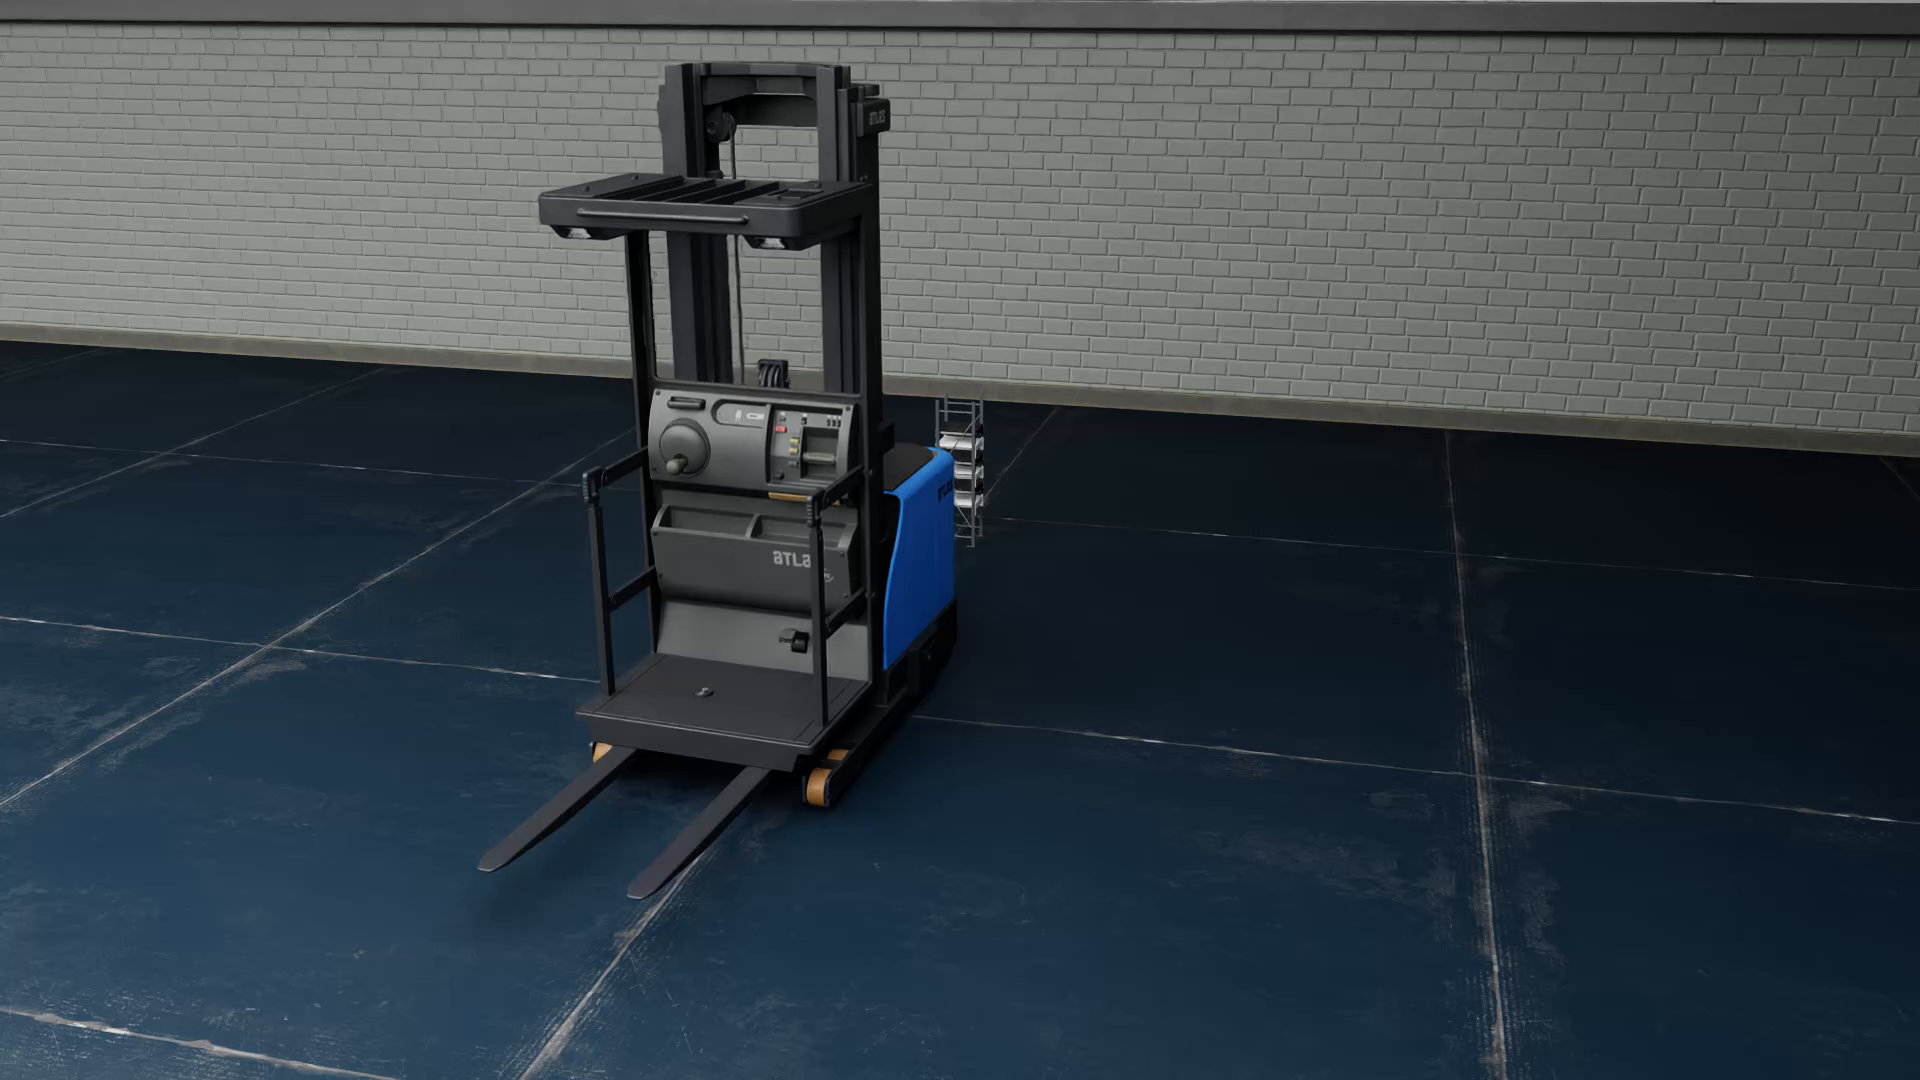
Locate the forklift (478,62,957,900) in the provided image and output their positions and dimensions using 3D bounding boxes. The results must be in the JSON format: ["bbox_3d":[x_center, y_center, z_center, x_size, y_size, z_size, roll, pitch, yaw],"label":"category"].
[{"bbox_3d":[-0.958,-0.418,6.877,1.130,2.935,3.031,6,20,17],"label":"forklift"}]

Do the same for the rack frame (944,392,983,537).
[{"bbox_3d":[0.023,-0.455,10.128,0.240,0.900,0.006,5,19,13],"label":"rack frame"}]

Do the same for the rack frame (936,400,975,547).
[{"bbox_3d":[-0.027,-0.391,9.941,0.240,0.900,0.006,5,19,13],"label":"rack frame"}]

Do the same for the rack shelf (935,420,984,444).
[{"bbox_3d":[-0.002,-0.647,9.958,0.258,0.077,0.200,5,19,13],"label":"rack shelf"}]

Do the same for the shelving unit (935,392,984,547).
[{"bbox_3d":[-0.002,-0.423,10.035,0.258,0.900,0.210,5,19,13],"label":"shelving unit"}]

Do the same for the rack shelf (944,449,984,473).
[{"bbox_3d":[-0.002,-0.477,10.016,0.258,0.077,0.200,5,19,13],"label":"rack shelf"}]

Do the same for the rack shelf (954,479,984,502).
[{"bbox_3d":[-0.002,-0.307,10.075,0.258,0.077,0.200,5,19,13],"label":"rack shelf"}]

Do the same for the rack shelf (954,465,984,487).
[{"bbox_3d":[-0.002,-0.392,10.045,0.258,0.077,0.200,5,19,13],"label":"rack shelf"}]

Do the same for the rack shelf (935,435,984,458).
[{"bbox_3d":[-0.002,-0.562,9.987,0.258,0.077,0.200,5,19,13],"label":"rack shelf"}]

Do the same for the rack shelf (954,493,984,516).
[{"bbox_3d":[-0.002,-0.221,10.104,0.258,0.077,0.200,5,19,13],"label":"rack shelf"}]
